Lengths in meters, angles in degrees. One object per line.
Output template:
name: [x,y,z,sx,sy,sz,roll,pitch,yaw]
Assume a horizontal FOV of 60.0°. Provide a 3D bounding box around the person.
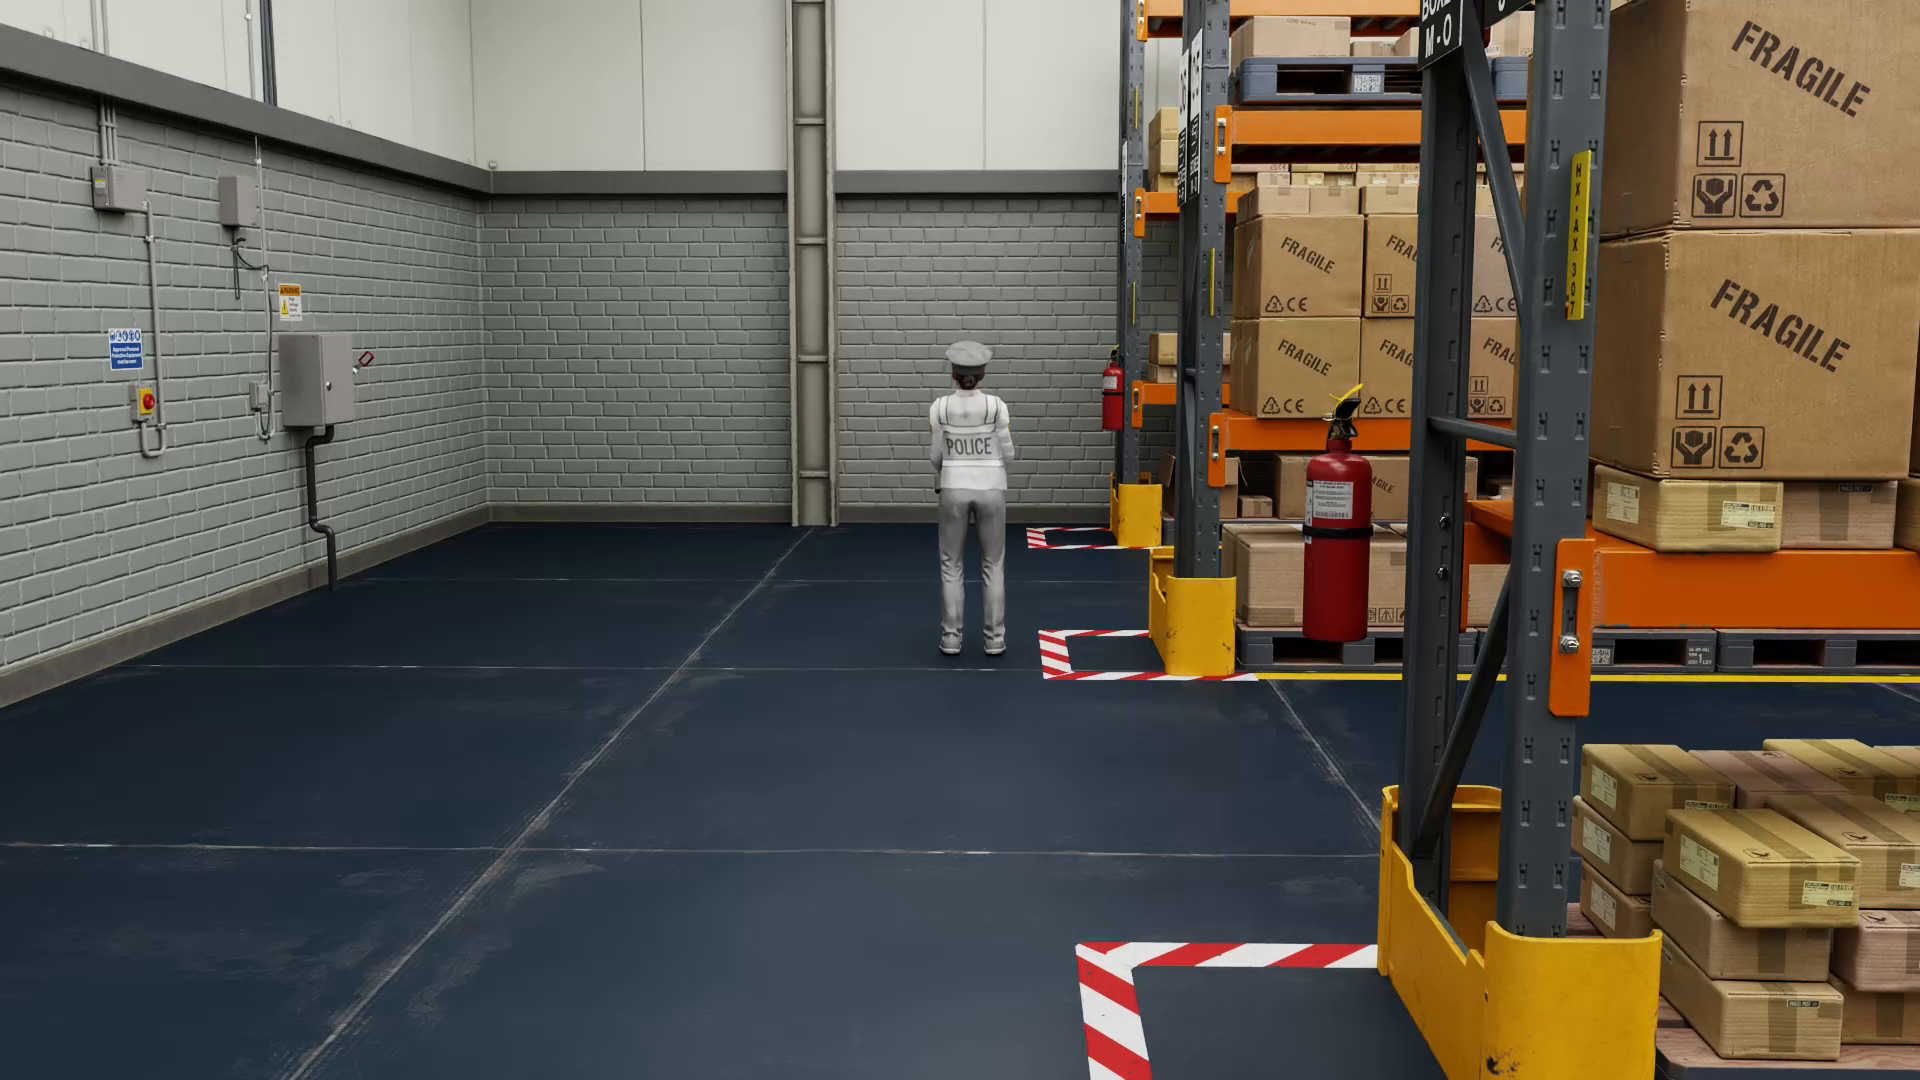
person: [0.064,-0.233,8.987,0.459,1.686,0.556,0,7,2]
